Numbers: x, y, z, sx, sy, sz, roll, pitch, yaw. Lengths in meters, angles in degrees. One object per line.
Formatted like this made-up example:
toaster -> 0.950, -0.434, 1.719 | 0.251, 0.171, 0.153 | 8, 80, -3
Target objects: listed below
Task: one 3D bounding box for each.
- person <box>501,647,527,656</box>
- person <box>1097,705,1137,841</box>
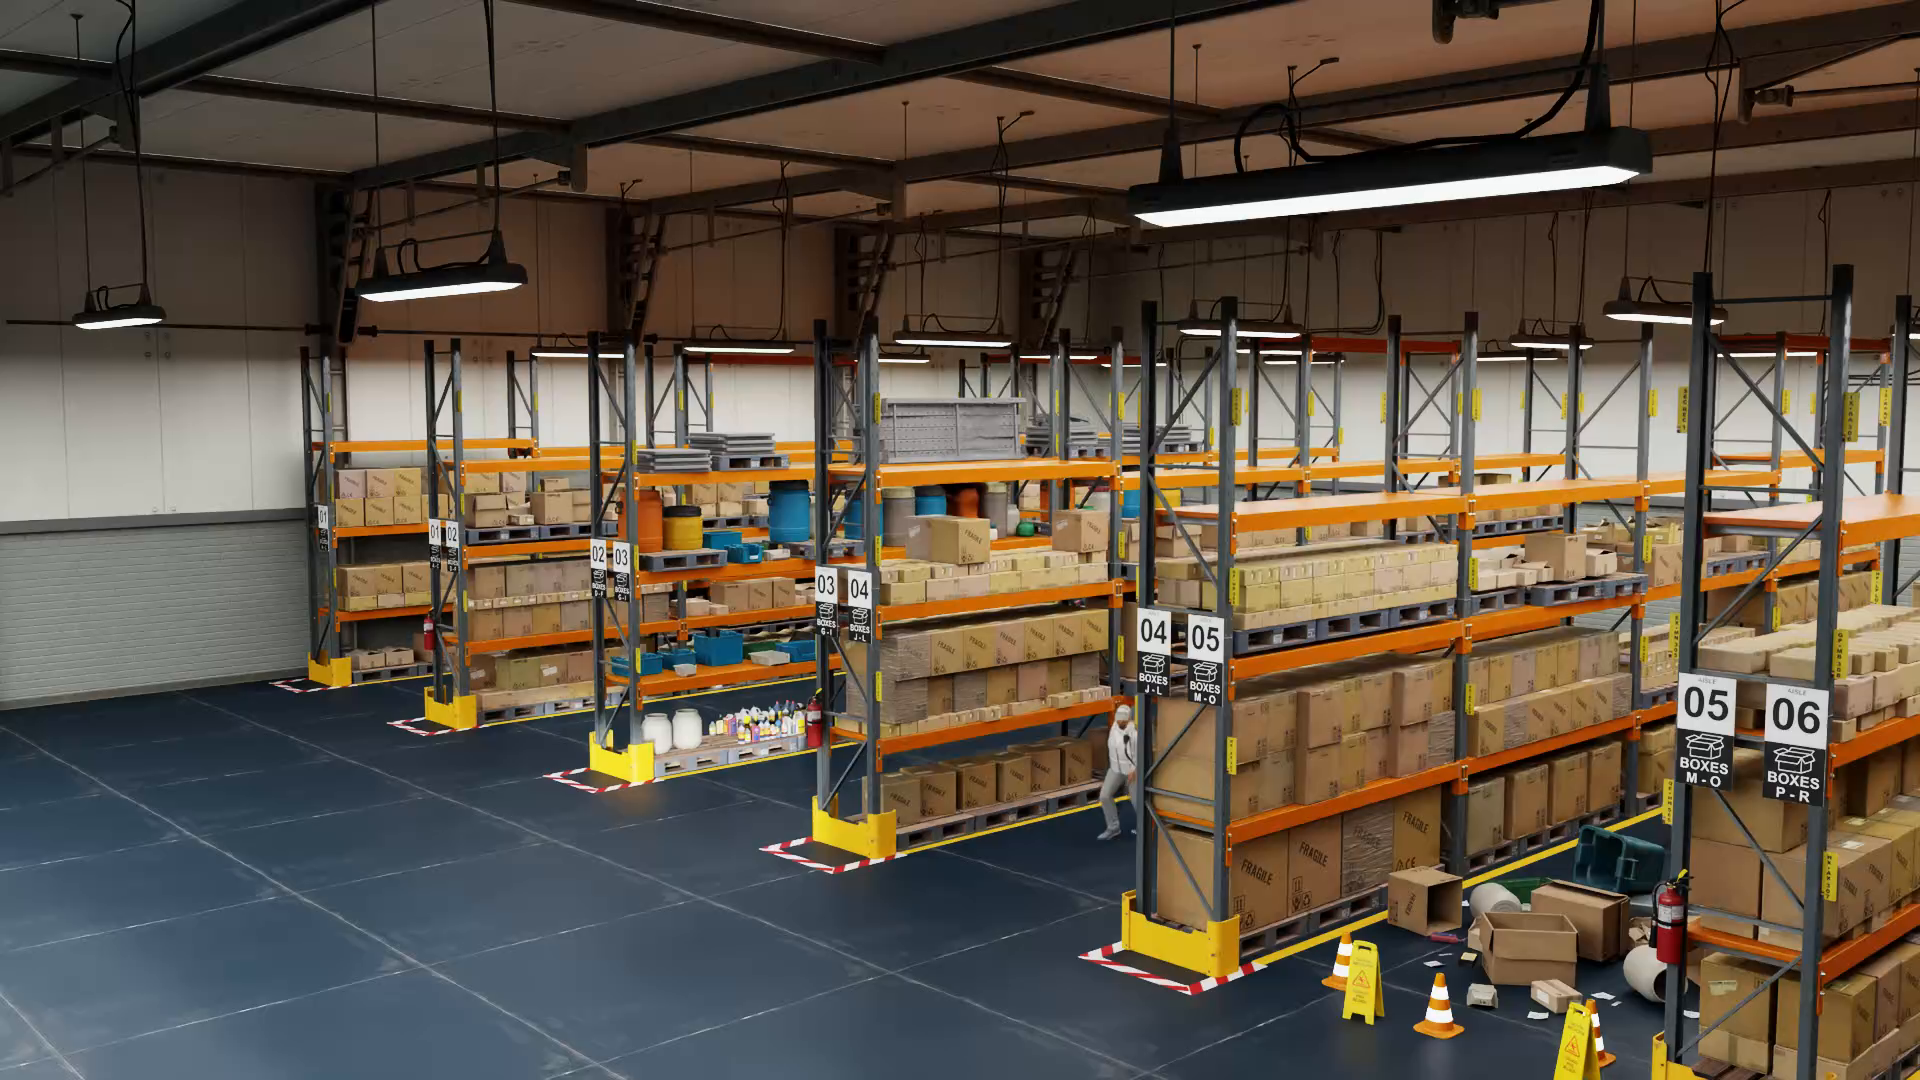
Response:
person -> -7.646, 1.817, 28.654 | 0.721, 1.715, 0.803 | 1, 5, 8
person -> 1.984, 2.683, 19.309 | 0.576, 1.627, 0.752 | 4, 6, 38
